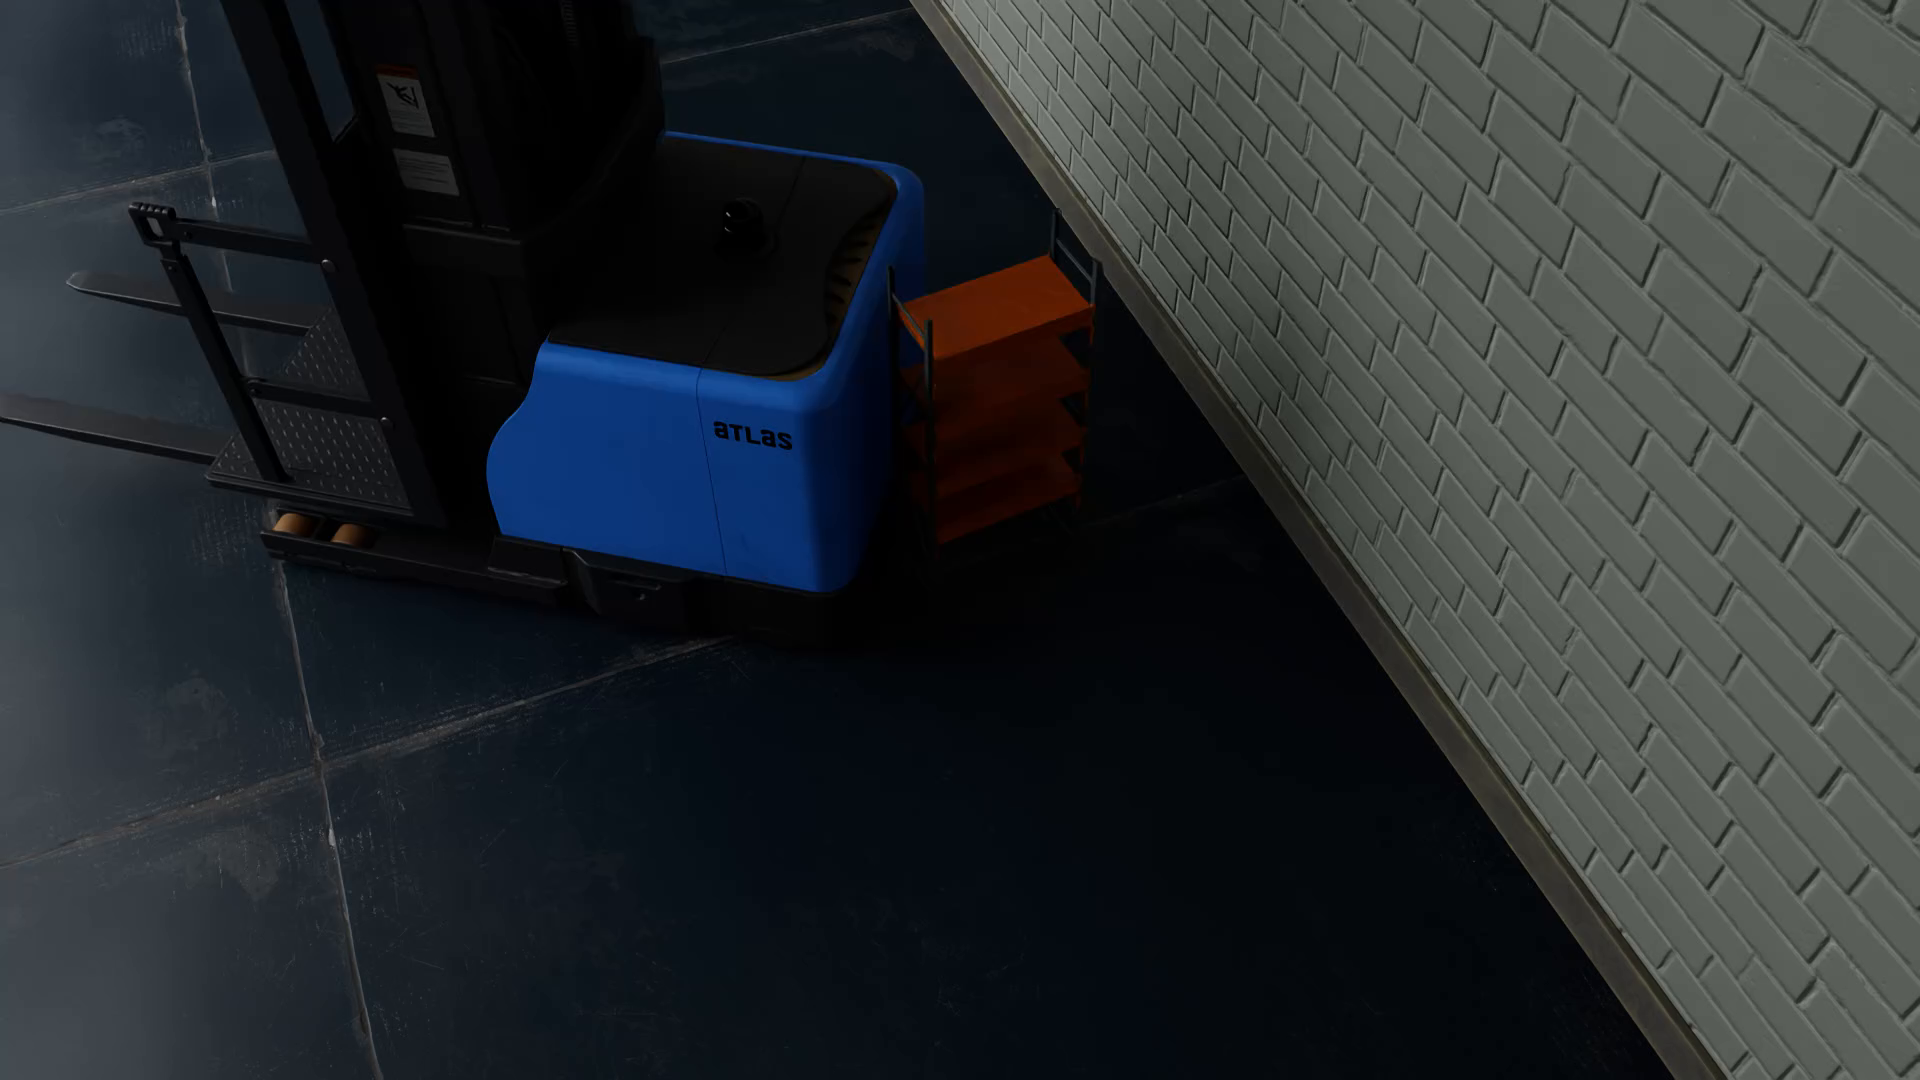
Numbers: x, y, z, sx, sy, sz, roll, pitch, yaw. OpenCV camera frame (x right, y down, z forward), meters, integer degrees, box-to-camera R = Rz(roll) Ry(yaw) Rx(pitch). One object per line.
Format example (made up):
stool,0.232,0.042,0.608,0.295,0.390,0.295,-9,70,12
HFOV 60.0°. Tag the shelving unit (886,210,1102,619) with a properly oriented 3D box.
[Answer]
shelving unit,0.088,-0.319,4.733,0.503,1.200,0.258,-21,53,-17

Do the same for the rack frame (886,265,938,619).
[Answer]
rack frame,-0.129,-0.234,4.660,0.015,1.200,0.240,-21,53,-17

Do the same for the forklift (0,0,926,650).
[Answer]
forklift,-1.663,-1.225,4.370,3.031,2.935,1.130,10,50,9

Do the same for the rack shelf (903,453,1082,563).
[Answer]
rack shelf,0.088,-0.145,4.934,0.480,0.148,0.258,-21,53,-17

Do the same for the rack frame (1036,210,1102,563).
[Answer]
rack frame,0.306,-0.403,4.805,0.015,1.200,0.240,-21,53,-17

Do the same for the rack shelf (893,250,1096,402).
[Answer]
rack shelf,0.088,-0.575,4.435,0.480,0.148,0.258,-21,53,-17

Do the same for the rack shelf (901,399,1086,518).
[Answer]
rack shelf,0.088,-0.275,4.784,0.480,0.148,0.258,-21,53,-17

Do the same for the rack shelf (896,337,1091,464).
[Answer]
rack shelf,0.088,-0.421,4.614,0.480,0.148,0.258,-21,53,-17
